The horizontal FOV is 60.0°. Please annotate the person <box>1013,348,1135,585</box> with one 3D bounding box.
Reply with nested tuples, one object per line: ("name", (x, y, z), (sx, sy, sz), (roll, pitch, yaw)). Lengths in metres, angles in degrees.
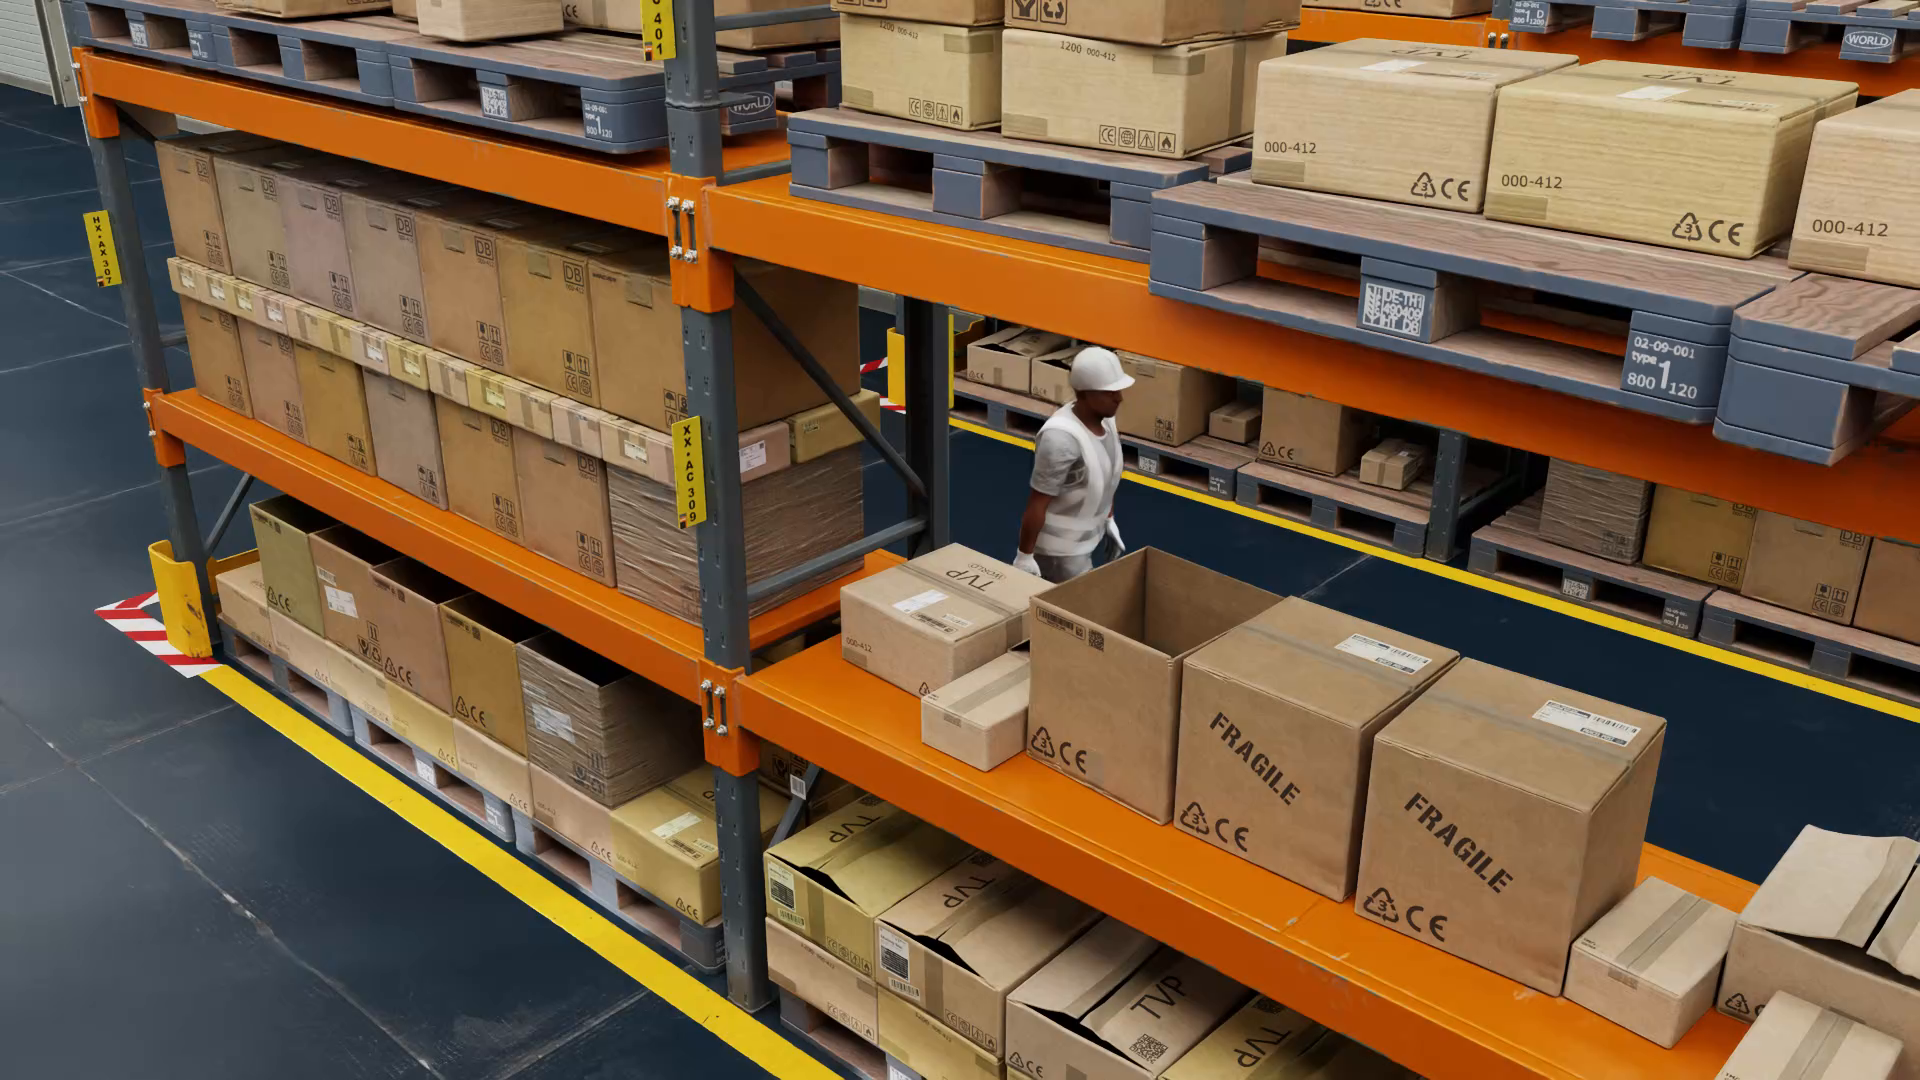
("person", (0.502, 0.004, 7.094), (0.944, 1.737, 0.607), (8, 25, 19))
